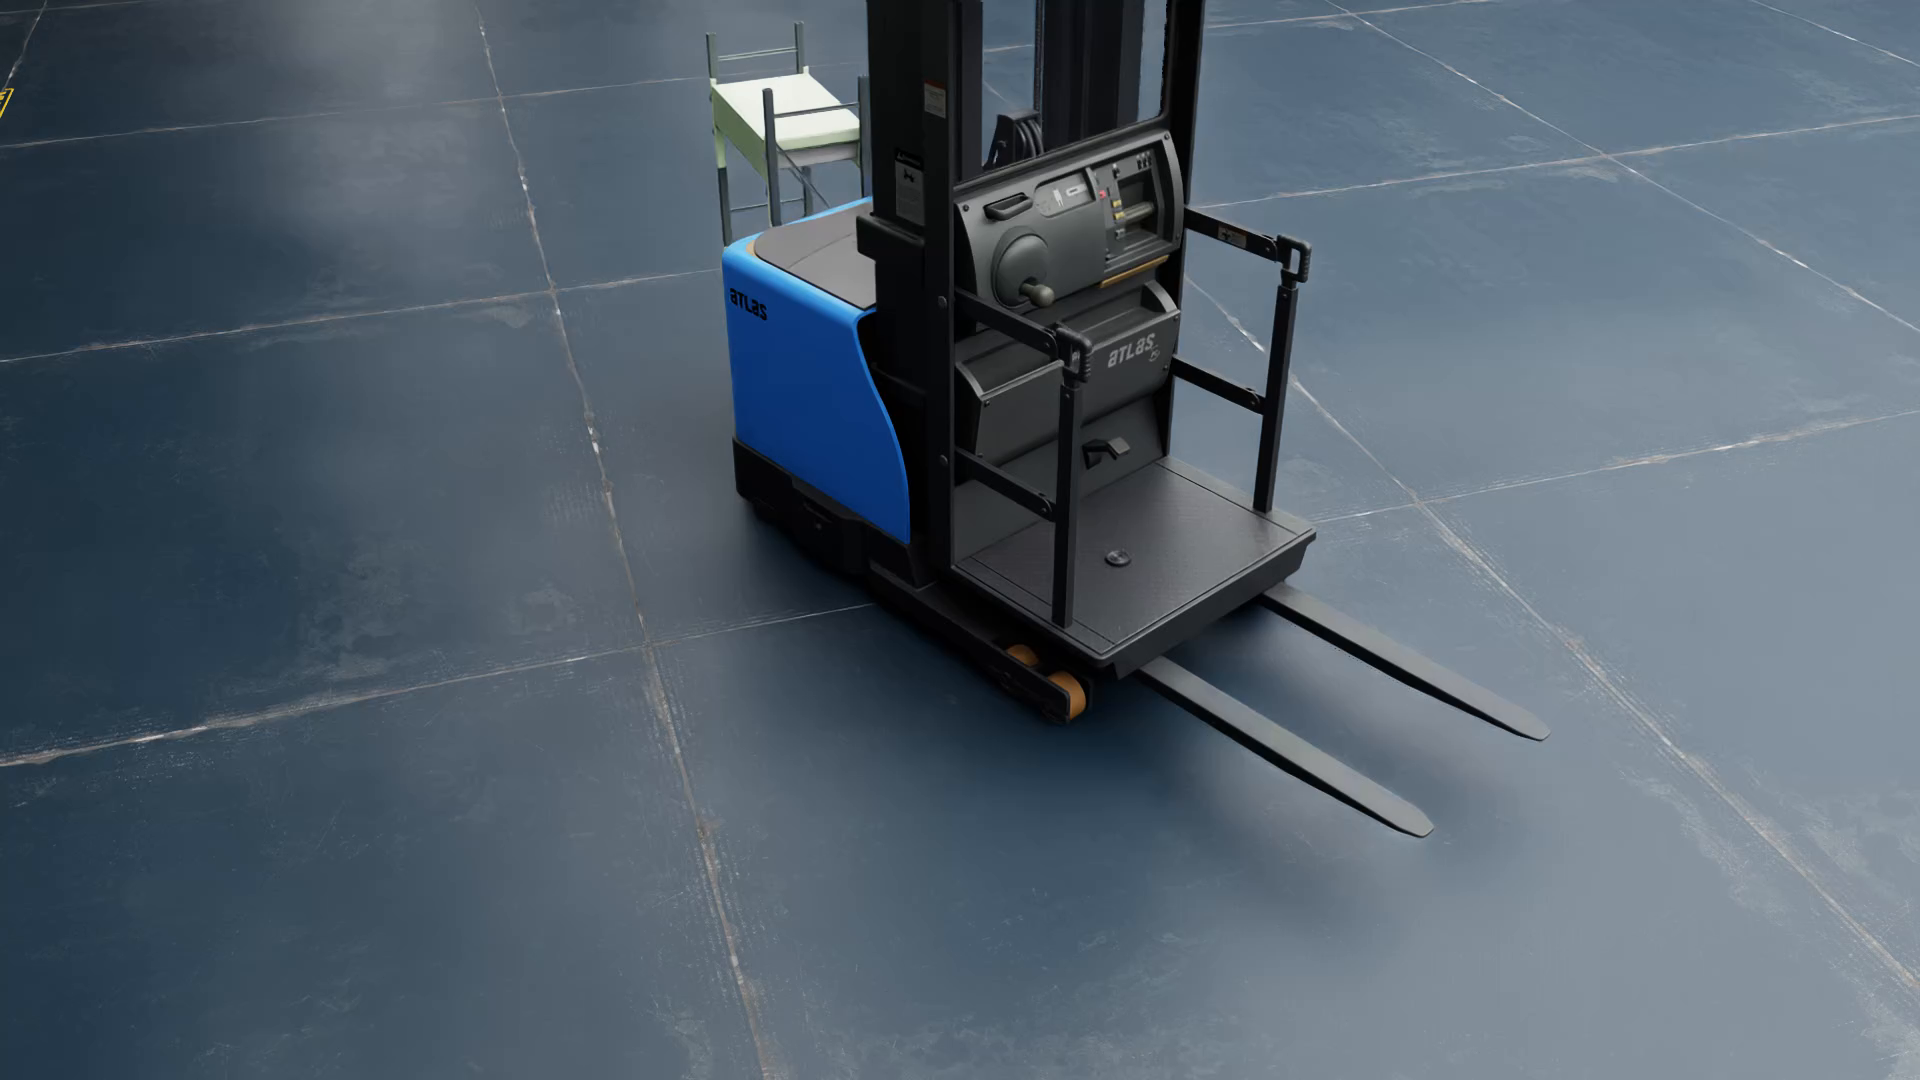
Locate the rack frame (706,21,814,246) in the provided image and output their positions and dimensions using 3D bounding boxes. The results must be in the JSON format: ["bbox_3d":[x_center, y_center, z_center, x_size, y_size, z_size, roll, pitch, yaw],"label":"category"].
[{"bbox_3d":[-0.814,-1.410,7.023,0.400,1.500,0.023,-13,36,-19],"label":"rack frame"}]

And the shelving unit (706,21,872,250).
[{"bbox_3d":[-0.669,-1.224,6.743,0.431,1.500,0.755,-13,36,-19],"label":"shelving unit"}]

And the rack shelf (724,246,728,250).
[{"bbox_3d":[-0.669,-0.952,6.922,0.431,0.370,0.720,-13,36,-19],"label":"rack shelf"}]

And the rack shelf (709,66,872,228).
[{"bbox_3d":[-0.669,-1.550,6.527,0.431,0.370,0.720,-13,36,-19],"label":"rack shelf"}]

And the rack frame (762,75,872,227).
[{"bbox_3d":[-0.525,-1.039,6.462,0.400,1.500,0.023,-13,36,-19],"label":"rack frame"}]

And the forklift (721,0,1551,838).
[{"bbox_3d":[0.502,-0.953,5.033,1.130,2.935,3.031,-27,42,-34],"label":"forklift"}]
